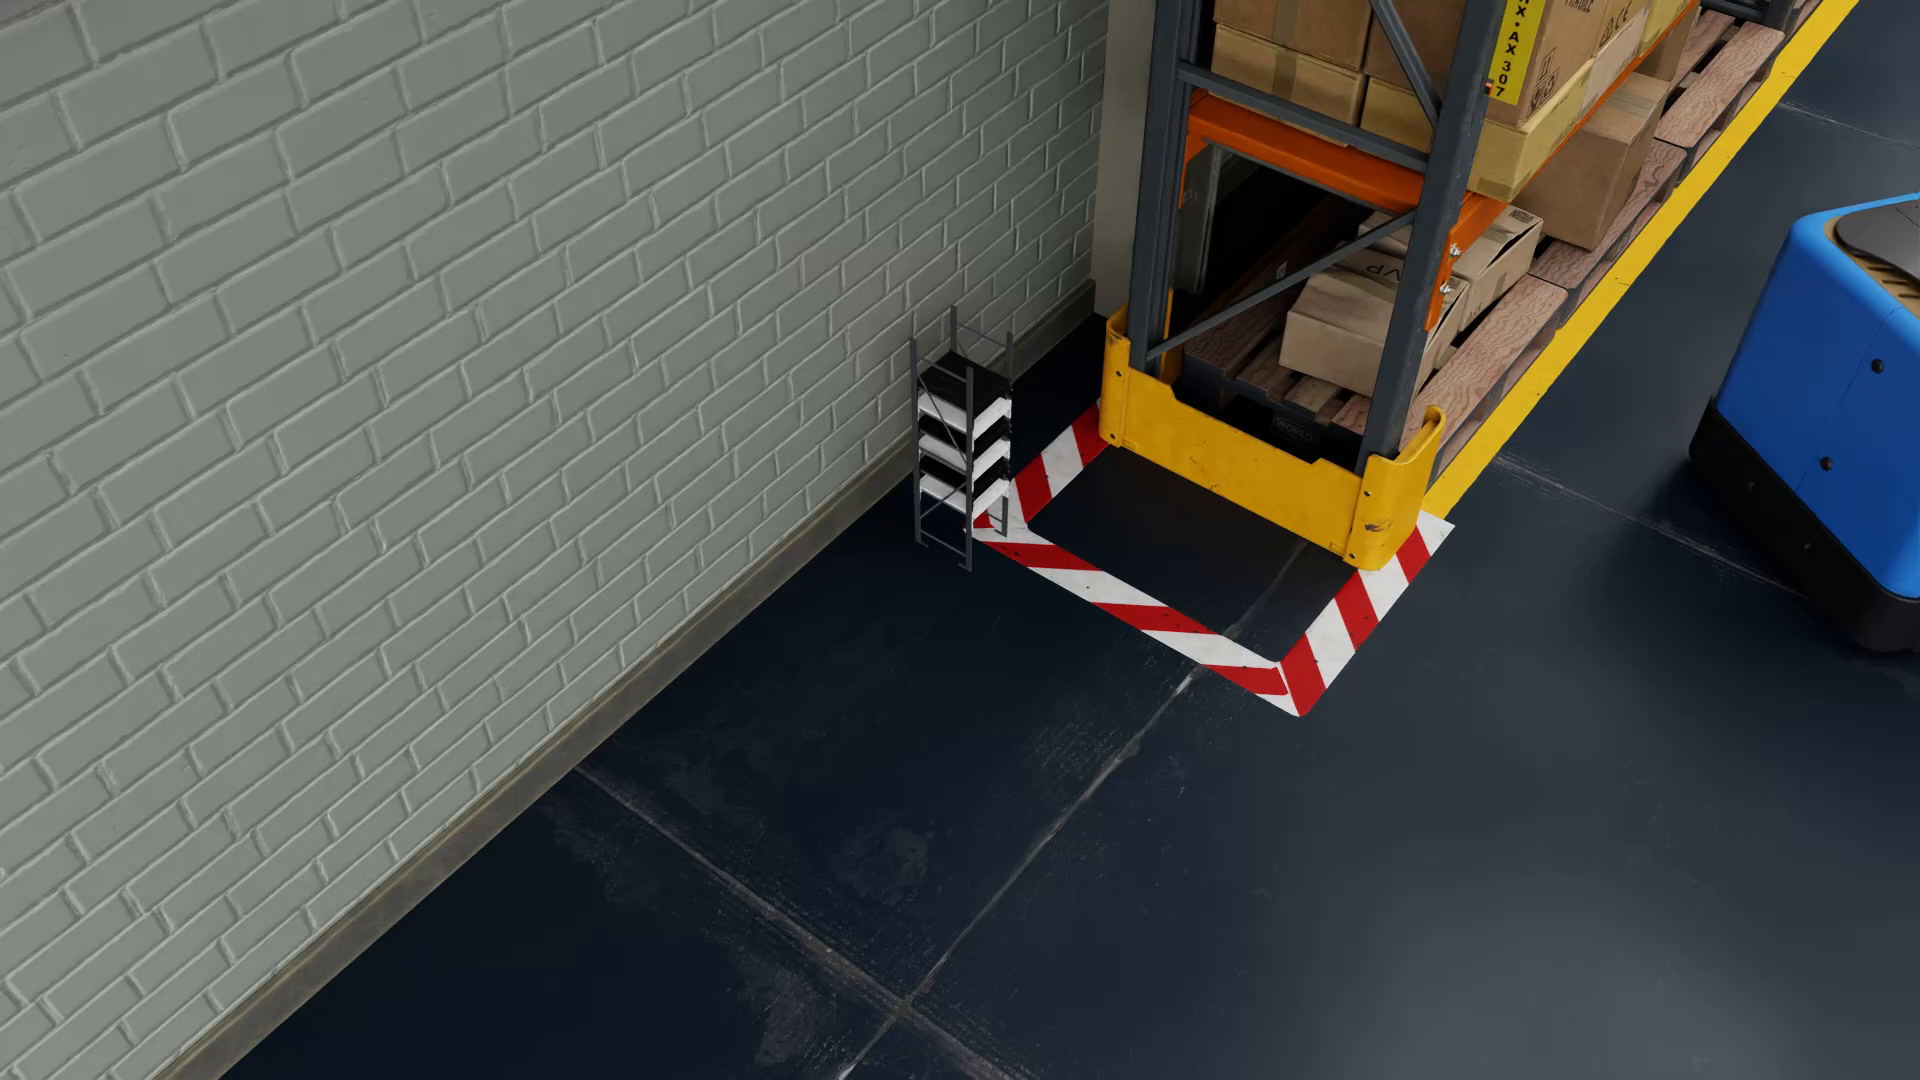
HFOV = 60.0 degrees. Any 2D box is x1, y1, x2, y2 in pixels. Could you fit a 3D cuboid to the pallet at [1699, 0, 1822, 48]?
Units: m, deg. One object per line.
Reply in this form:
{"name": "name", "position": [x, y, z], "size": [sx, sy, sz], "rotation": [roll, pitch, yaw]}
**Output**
{"name": "pallet", "position": [3.924, -2.997, 8.467], "size": [1.003, 0.211, 1.213], "rotation": [29, 53, 25]}

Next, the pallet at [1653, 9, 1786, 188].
{"name": "pallet", "position": [3.066, -2.151, 7.658], "size": [1.003, 0.211, 1.213], "rotation": [29, 53, 25]}

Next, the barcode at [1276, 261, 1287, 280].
{"name": "barcode", "position": [1.192, -0.994, 6.174], "size": [0.001, 0.075, 0.075], "rotation": [29, 53, 25]}

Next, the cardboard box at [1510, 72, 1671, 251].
{"name": "cardboard box", "position": [2.334, -1.593, 6.622], "size": [0.700, 0.500, 0.500], "rotation": [26, 52, 23]}

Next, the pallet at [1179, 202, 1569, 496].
{"name": "pallet", "position": [1.575, -0.754, 6.325], "size": [1.003, 0.211, 1.213], "rotation": [29, 53, 25]}

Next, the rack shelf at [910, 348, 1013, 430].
{"name": "rack shelf", "position": [0.005, -0.479, 5.258], "size": [0.258, 0.077, 0.200], "rotation": [29, 53, 25]}

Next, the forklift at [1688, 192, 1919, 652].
{"name": "forklift", "position": [4.178, -1.272, 4.938], "size": [3.031, 2.935, 1.130], "rotation": [-13, 48, -12]}

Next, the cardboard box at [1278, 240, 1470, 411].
{"name": "cardboard box", "position": [1.498, -0.804, 5.999], "size": [0.500, 0.311, 0.500], "rotation": [24, 51, 21]}

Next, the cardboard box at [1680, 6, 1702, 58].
{"name": "cardboard box", "position": [3.146, -2.368, 7.592], "size": [0.380, 0.166, 0.250], "rotation": [23, 50, 20]}

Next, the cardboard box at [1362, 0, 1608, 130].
{"name": "cardboard box", "position": [1.533, -1.579, 4.755], "size": [0.500, 0.500, 0.500], "rotation": [29, 53, 25]}

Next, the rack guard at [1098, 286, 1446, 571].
{"name": "rack guard", "position": [1.050, -0.405, 5.791], "size": [1.175, 0.500, 0.348], "rotation": [29, 53, 25]}

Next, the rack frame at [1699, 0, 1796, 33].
{"name": "rack frame", "position": [3.449, -3.514, 7.032], "size": [1.000, 3.000, 0.127], "rotation": [29, 53, 25]}

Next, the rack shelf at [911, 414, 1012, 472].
{"name": "rack shelf", "position": [0.005, -0.355, 5.388], "size": [0.258, 0.077, 0.200], "rotation": [29, 53, 25]}

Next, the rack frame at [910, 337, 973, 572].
{"name": "rack frame", "position": [-0.057, -0.257, 5.373], "size": [0.240, 0.900, 0.006], "rotation": [29, 53, 25]}

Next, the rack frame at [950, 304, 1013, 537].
{"name": "rack frame", "position": [0.067, -0.374, 5.484], "size": [0.240, 0.900, 0.006], "rotation": [29, 53, 25]}

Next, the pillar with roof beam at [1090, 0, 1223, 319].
{"name": "pillar with roof beam", "position": [4.154, -2.177, 1.606], "size": [9.100, 9.000, 0.400], "rotation": [29, 53, 25]}

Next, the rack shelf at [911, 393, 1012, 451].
{"name": "rack shelf", "position": [0.005, -0.417, 5.323], "size": [0.258, 0.077, 0.200], "rotation": [29, 53, 25]}

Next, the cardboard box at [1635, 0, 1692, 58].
{"name": "cardboard box", "position": [2.175, -1.911, 5.591], "size": [0.500, 0.250, 0.500], "rotation": [28, 53, 24]}

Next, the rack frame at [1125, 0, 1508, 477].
{"name": "rack frame", "position": [1.003, -1.225, 4.846], "size": [1.000, 3.000, 0.127], "rotation": [29, 53, 25]}

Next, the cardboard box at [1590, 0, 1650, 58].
{"name": "cardboard box", "position": [1.843, -1.858, 5.021], "size": [0.500, 0.500, 0.500], "rotation": [29, 53, 25]}

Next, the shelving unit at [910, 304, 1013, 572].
{"name": "shelving unit", "position": [0.005, -0.315, 5.429], "size": [0.258, 0.900, 0.210], "rotation": [29, 53, 25]}

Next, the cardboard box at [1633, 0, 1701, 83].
{"name": "cardboard box", "position": [2.846, -2.191, 7.193], "size": [0.500, 0.500, 0.500], "rotation": [25, 51, 22]}

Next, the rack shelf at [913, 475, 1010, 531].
{"name": "rack shelf", "position": [0.005, -0.168, 5.583], "size": [0.258, 0.077, 0.200], "rotation": [29, 53, 25]}

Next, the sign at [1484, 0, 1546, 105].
{"name": "sign", "position": [1.433, -1.284, 4.304], "size": [0.100, 0.325, 0.005], "rotation": [29, 53, 25]}

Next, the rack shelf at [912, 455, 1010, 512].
{"name": "rack shelf", "position": [0.005, -0.230, 5.518], "size": [0.258, 0.077, 0.200], "rotation": [29, 53, 25]}

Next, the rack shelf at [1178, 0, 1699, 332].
{"name": "rack shelf", "position": [2.226, -2.121, 6.199], "size": [1.077, 0.370, 4.000], "rotation": [29, 53, 25]}

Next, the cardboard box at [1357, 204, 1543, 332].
{"name": "cardboard box", "position": [1.846, -1.130, 6.311], "size": [0.500, 0.311, 0.500], "rotation": [34, 55, 28]}

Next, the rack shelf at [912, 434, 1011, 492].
{"name": "rack shelf", "position": [0.005, -0.292, 5.453], "size": [0.258, 0.077, 0.200], "rotation": [29, 53, 25]}

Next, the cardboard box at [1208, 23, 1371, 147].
{"name": "cardboard box", "position": [1.136, -1.533, 5.230], "size": [0.500, 0.250, 0.500], "rotation": [30, 53, 25]}

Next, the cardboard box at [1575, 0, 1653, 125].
{"name": "cardboard box", "position": [1.859, -1.622, 5.315], "size": [0.500, 0.250, 0.500], "rotation": [28, 52, 24]}

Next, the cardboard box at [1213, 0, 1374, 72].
{"name": "cardboard box", "position": [1.123, -1.803, 4.969], "size": [0.500, 0.500, 0.500], "rotation": [29, 53, 25]}

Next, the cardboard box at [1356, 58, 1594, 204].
{"name": "cardboard box", "position": [1.553, -1.319, 5.025], "size": [0.500, 0.250, 0.500], "rotation": [28, 52, 24]}

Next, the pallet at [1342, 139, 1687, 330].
{"name": "pallet", "position": [2.321, -1.449, 6.989], "size": [1.003, 0.211, 1.213], "rotation": [29, 53, 25]}
